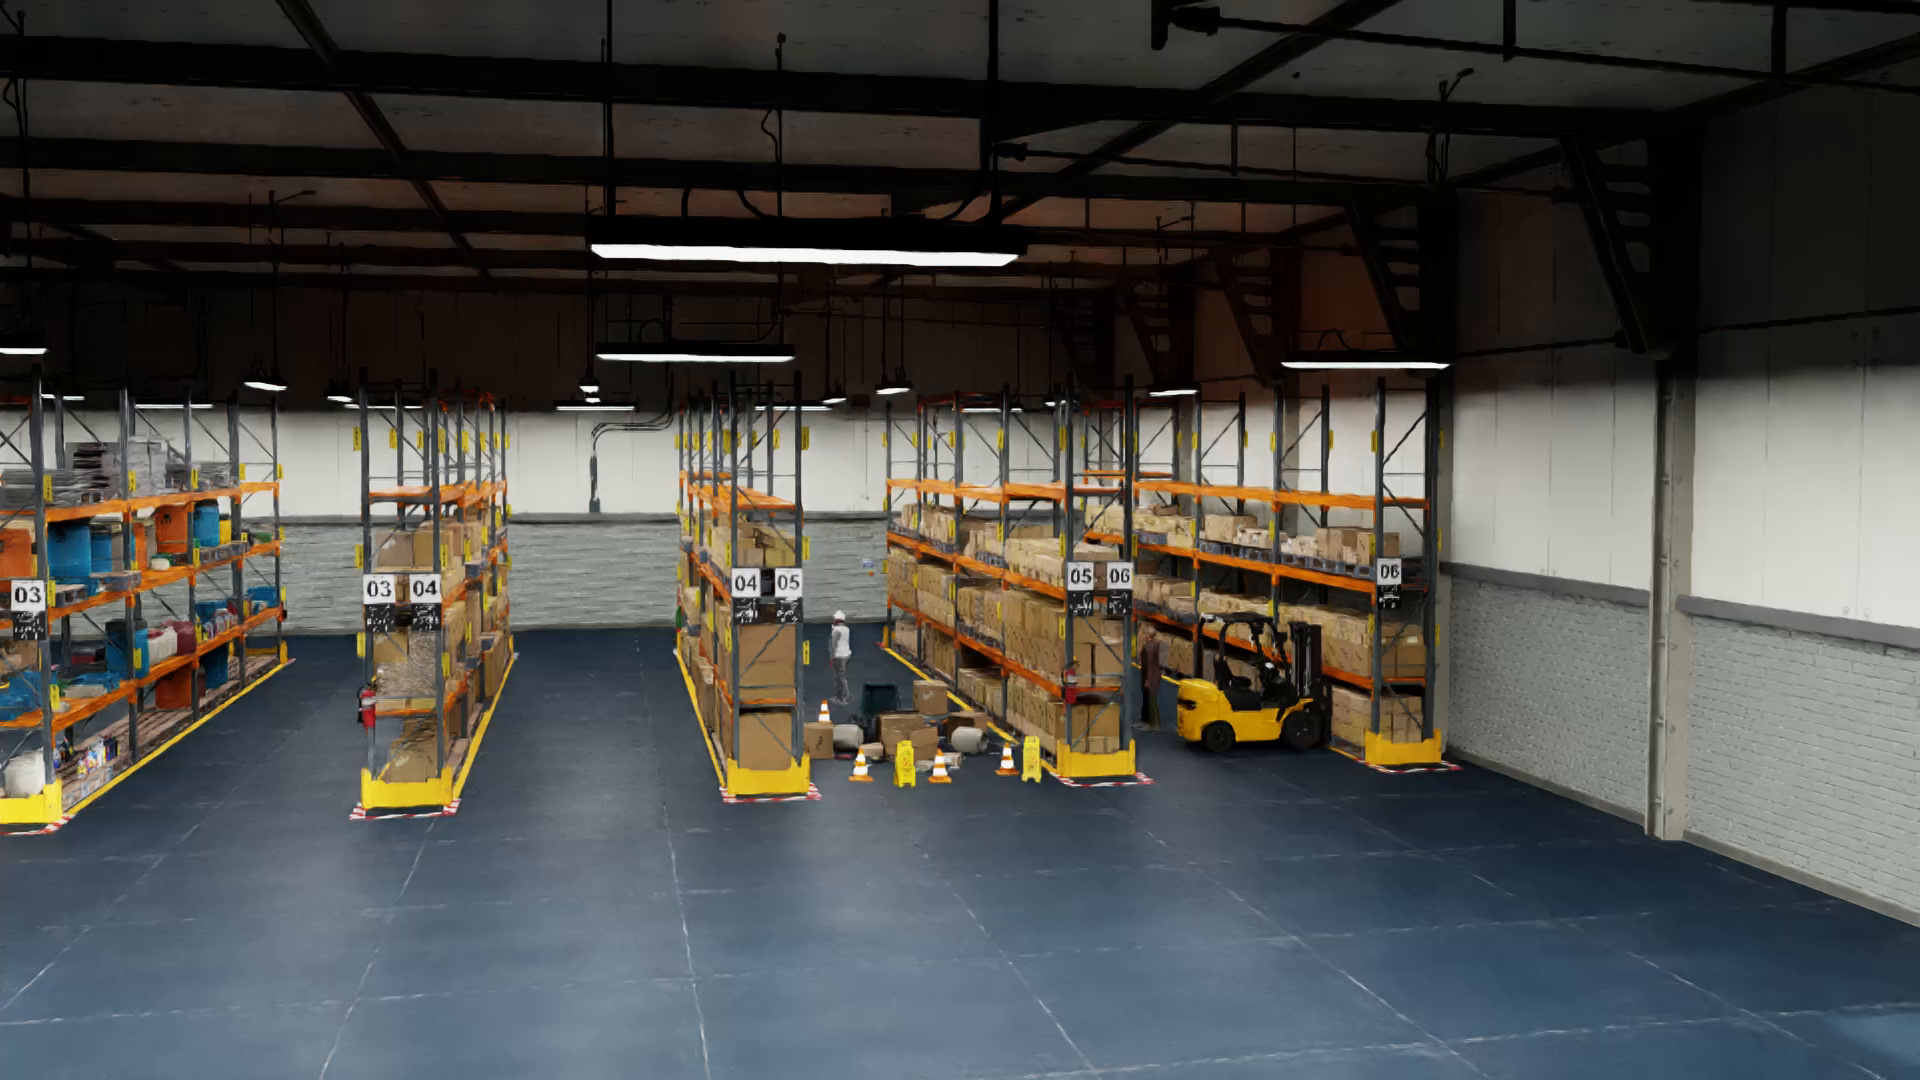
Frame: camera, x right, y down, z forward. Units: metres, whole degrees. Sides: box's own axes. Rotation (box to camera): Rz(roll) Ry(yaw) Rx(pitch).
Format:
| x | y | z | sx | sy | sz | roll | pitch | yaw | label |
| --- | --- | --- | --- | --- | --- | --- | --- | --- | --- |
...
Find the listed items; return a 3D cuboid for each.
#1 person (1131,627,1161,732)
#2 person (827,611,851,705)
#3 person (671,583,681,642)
| x | y | z | sx | sy | sz | roll | pitch | yaw | label |
| --- | --- | --- | --- | --- | --- | --- | --- | --- | --- |
| 3.231 | 2.389 | 28.706 | 0.551 | 1.782 | 0.636 | 1 | 4 | 17 | person |
| -2.314 | 2.223 | 31.588 | 0.569 | 1.768 | 0.628 | 1 | 4 | 18 | person |
| -6.858 | 1.670 | 41.586 | 0.595 | 1.745 | 0.985 | 1 | 3 | 11 | person |
